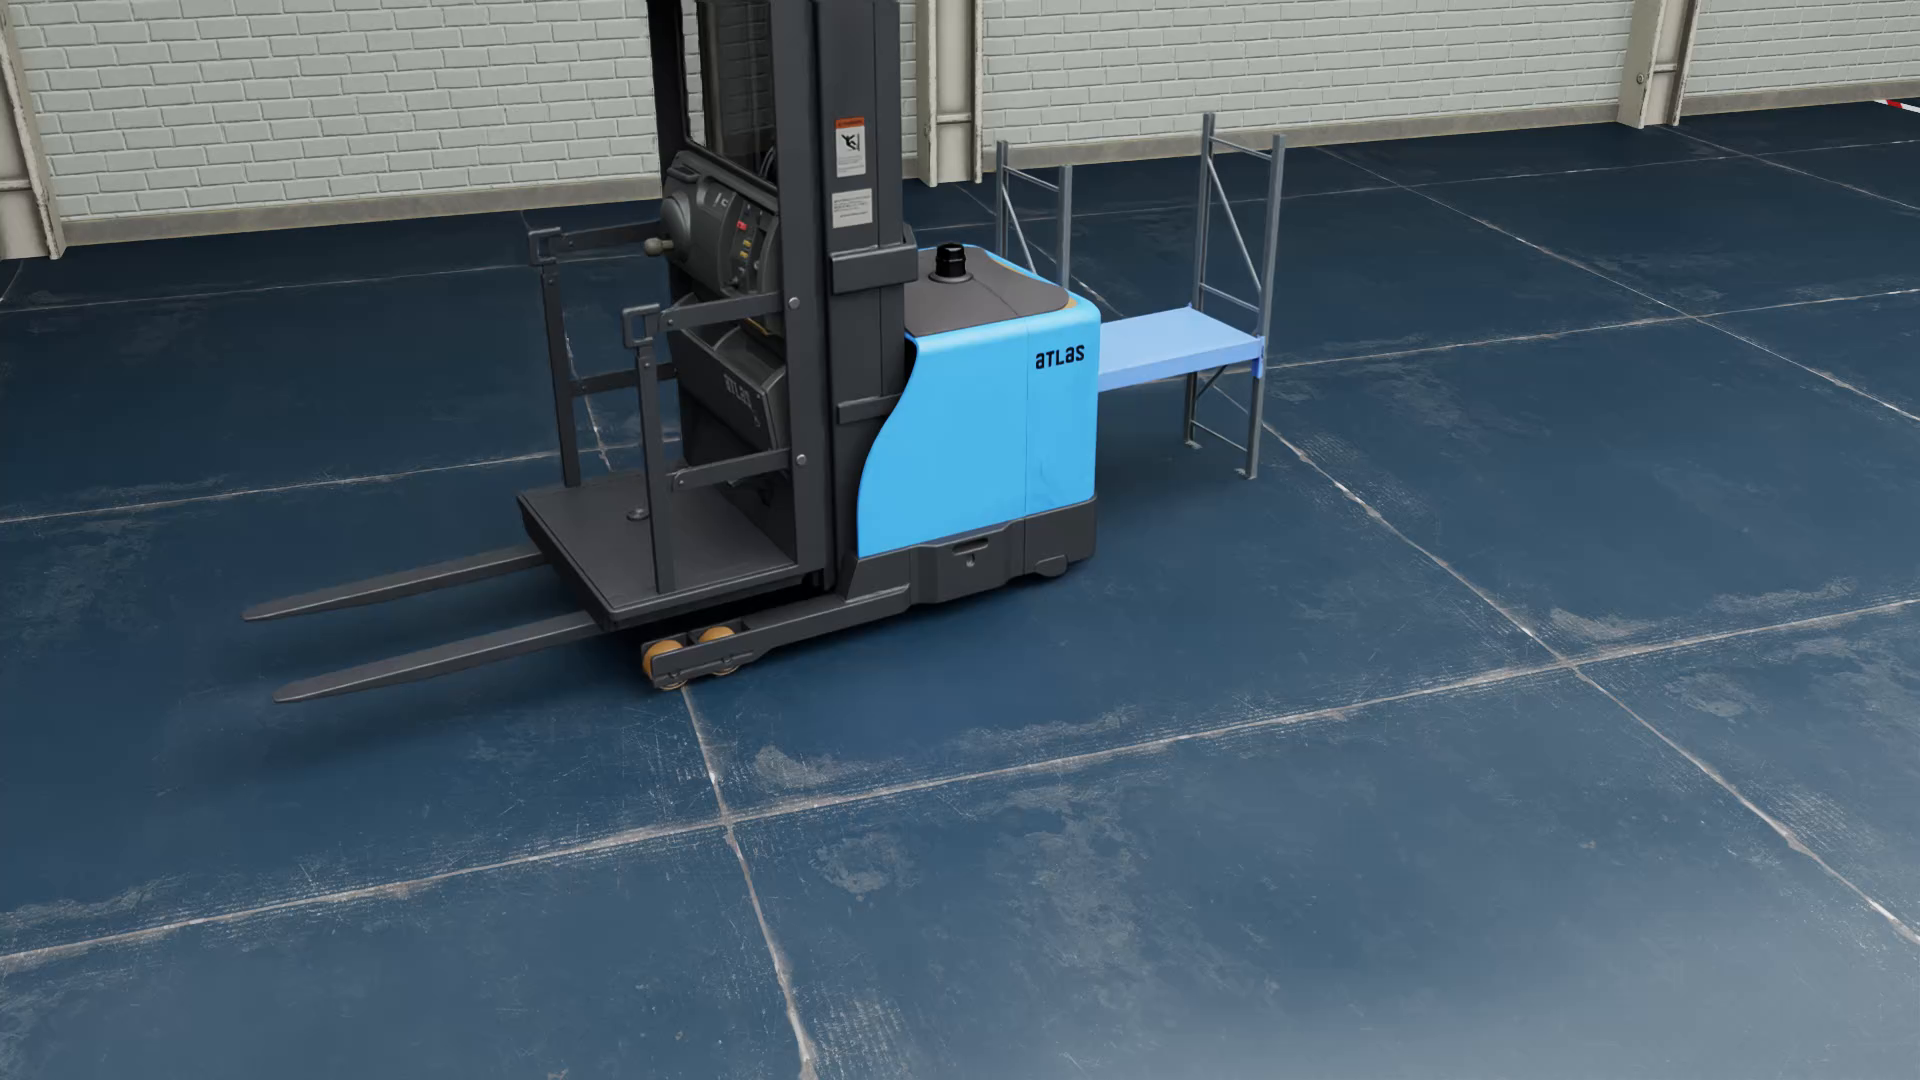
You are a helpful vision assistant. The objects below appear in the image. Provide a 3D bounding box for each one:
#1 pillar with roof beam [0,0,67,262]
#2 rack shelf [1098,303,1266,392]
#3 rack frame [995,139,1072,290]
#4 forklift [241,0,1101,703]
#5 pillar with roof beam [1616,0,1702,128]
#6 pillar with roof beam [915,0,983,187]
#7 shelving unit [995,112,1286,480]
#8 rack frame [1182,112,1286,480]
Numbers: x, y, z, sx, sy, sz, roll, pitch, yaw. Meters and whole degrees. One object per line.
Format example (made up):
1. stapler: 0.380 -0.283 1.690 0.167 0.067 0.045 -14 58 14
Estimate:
1. pillar with roof beam: -4.447 -3.981 4.649 0.400 9.000 9.100 -8 28 -16
2. rack shelf: 0.722 -0.762 7.002 1.000 0.185 0.538 -14 30 -26
3. rack frame: 0.280 -0.810 6.696 0.032 1.500 0.500 -14 30 -26
4. forklift: -1.005 -1.067 5.602 3.031 2.935 1.130 -14 30 -26
5. pillar with roof beam: 6.963 -5.633 7.978 0.400 9.000 9.100 -8 28 -16
6. pillar with roof beam: 1.258 -4.807 6.313 0.400 9.000 9.100 -8 28 -16
7. shelving unit: 0.722 -0.923 6.922 1.048 1.500 0.538 -14 30 -26
8. rack frame: 1.163 -1.035 7.148 0.032 1.500 0.500 -14 30 -26
